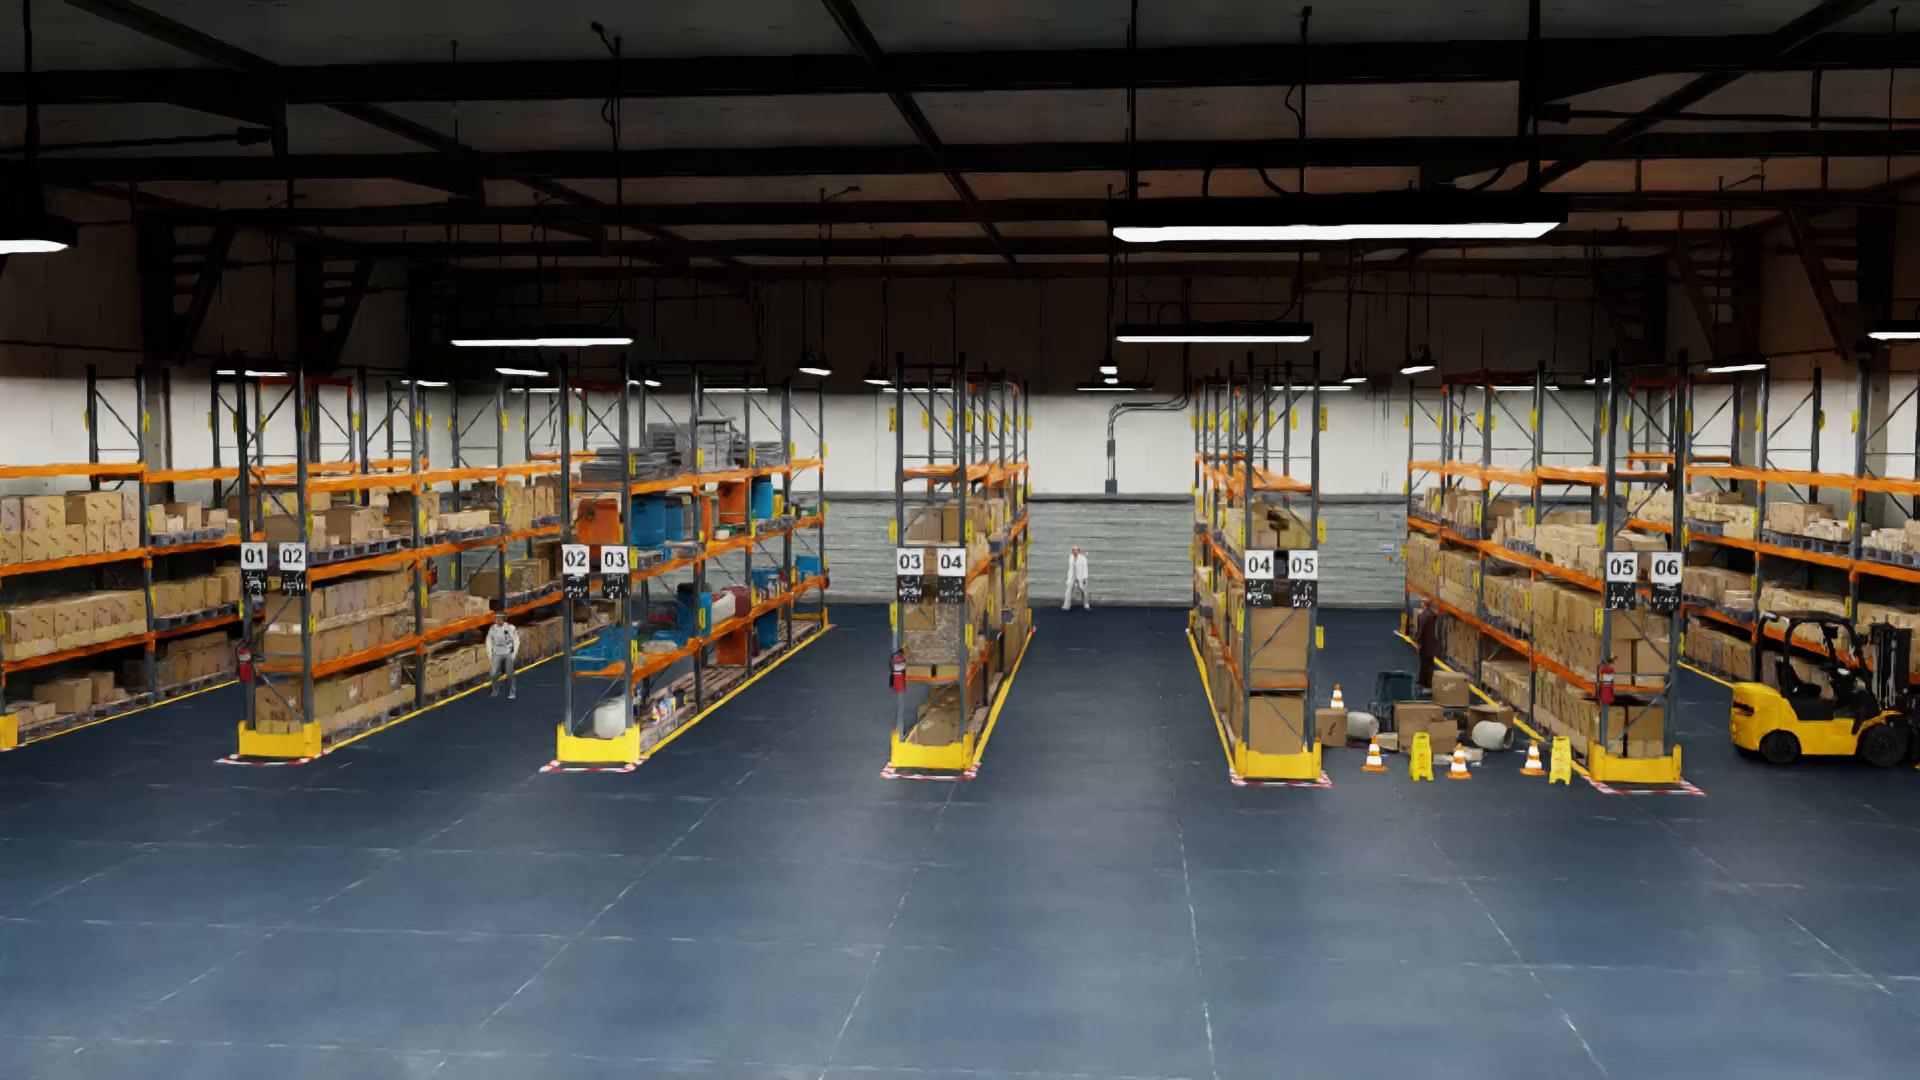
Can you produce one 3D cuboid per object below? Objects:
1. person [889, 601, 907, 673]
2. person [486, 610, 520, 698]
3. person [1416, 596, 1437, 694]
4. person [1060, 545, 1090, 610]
[{"bbox_3d":[-1.121,1.791,33.102,0.577,1.687,1.114,0,4,4],"label":"person"},{"bbox_3d":[-8.266,2.058,30.074,0.639,1.632,0.512,0,4,4],"label":"person"},{"bbox_3d":[8.578,1.914,30.728,0.642,1.771,0.692,2,5,29],"label":"person"},{"bbox_3d":[3.095,0.998,44.172,0.630,1.735,1.018,2,5,29],"label":"person"}]
